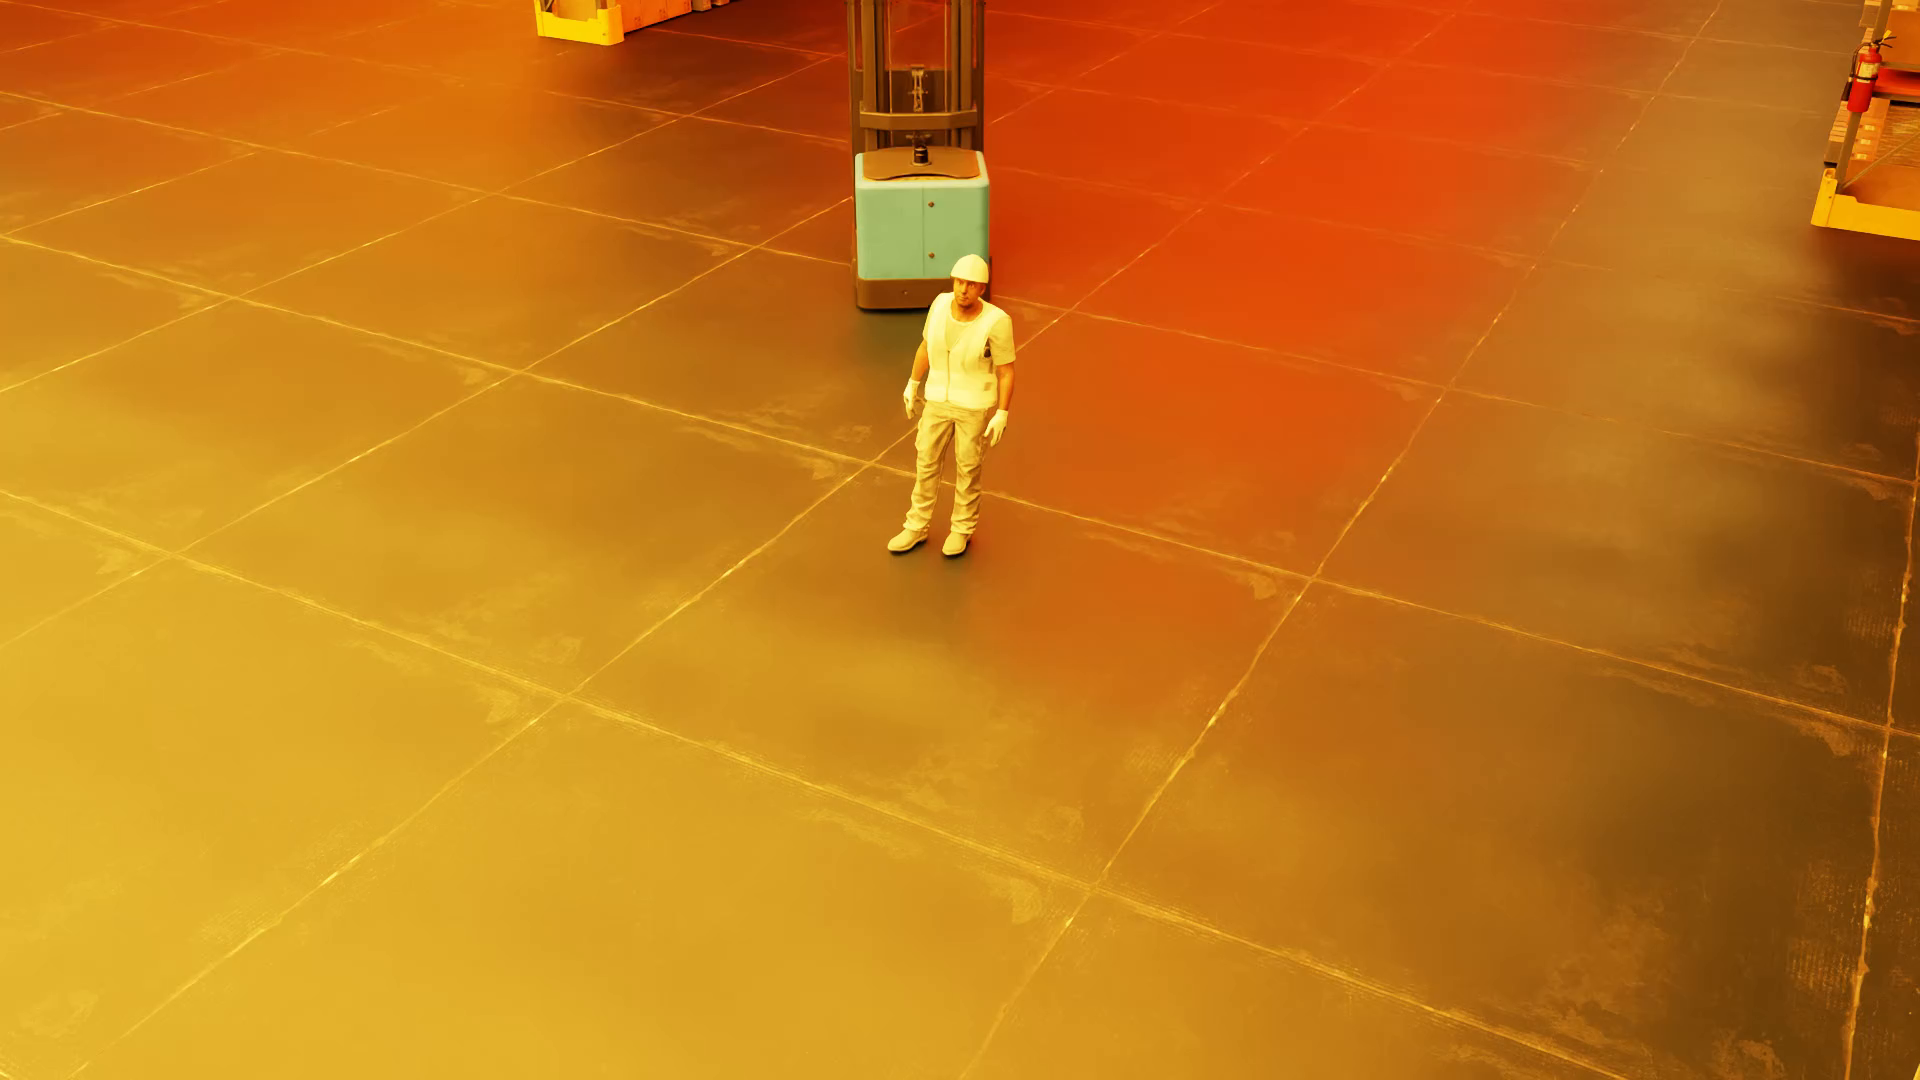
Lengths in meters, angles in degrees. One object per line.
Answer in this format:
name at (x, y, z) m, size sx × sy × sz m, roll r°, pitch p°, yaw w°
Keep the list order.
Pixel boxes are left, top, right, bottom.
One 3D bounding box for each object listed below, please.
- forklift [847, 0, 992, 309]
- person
forklift at (-0.362, -3.778, 13.616) m, size 1.130 × 2.935 × 3.031 m, roll -2°, pitch 30°, yaw -3°
person at (-0.043, -0.750, 9.503) m, size 0.656 × 1.782 × 0.577 m, roll 15°, pitch 33°, yaw 25°
